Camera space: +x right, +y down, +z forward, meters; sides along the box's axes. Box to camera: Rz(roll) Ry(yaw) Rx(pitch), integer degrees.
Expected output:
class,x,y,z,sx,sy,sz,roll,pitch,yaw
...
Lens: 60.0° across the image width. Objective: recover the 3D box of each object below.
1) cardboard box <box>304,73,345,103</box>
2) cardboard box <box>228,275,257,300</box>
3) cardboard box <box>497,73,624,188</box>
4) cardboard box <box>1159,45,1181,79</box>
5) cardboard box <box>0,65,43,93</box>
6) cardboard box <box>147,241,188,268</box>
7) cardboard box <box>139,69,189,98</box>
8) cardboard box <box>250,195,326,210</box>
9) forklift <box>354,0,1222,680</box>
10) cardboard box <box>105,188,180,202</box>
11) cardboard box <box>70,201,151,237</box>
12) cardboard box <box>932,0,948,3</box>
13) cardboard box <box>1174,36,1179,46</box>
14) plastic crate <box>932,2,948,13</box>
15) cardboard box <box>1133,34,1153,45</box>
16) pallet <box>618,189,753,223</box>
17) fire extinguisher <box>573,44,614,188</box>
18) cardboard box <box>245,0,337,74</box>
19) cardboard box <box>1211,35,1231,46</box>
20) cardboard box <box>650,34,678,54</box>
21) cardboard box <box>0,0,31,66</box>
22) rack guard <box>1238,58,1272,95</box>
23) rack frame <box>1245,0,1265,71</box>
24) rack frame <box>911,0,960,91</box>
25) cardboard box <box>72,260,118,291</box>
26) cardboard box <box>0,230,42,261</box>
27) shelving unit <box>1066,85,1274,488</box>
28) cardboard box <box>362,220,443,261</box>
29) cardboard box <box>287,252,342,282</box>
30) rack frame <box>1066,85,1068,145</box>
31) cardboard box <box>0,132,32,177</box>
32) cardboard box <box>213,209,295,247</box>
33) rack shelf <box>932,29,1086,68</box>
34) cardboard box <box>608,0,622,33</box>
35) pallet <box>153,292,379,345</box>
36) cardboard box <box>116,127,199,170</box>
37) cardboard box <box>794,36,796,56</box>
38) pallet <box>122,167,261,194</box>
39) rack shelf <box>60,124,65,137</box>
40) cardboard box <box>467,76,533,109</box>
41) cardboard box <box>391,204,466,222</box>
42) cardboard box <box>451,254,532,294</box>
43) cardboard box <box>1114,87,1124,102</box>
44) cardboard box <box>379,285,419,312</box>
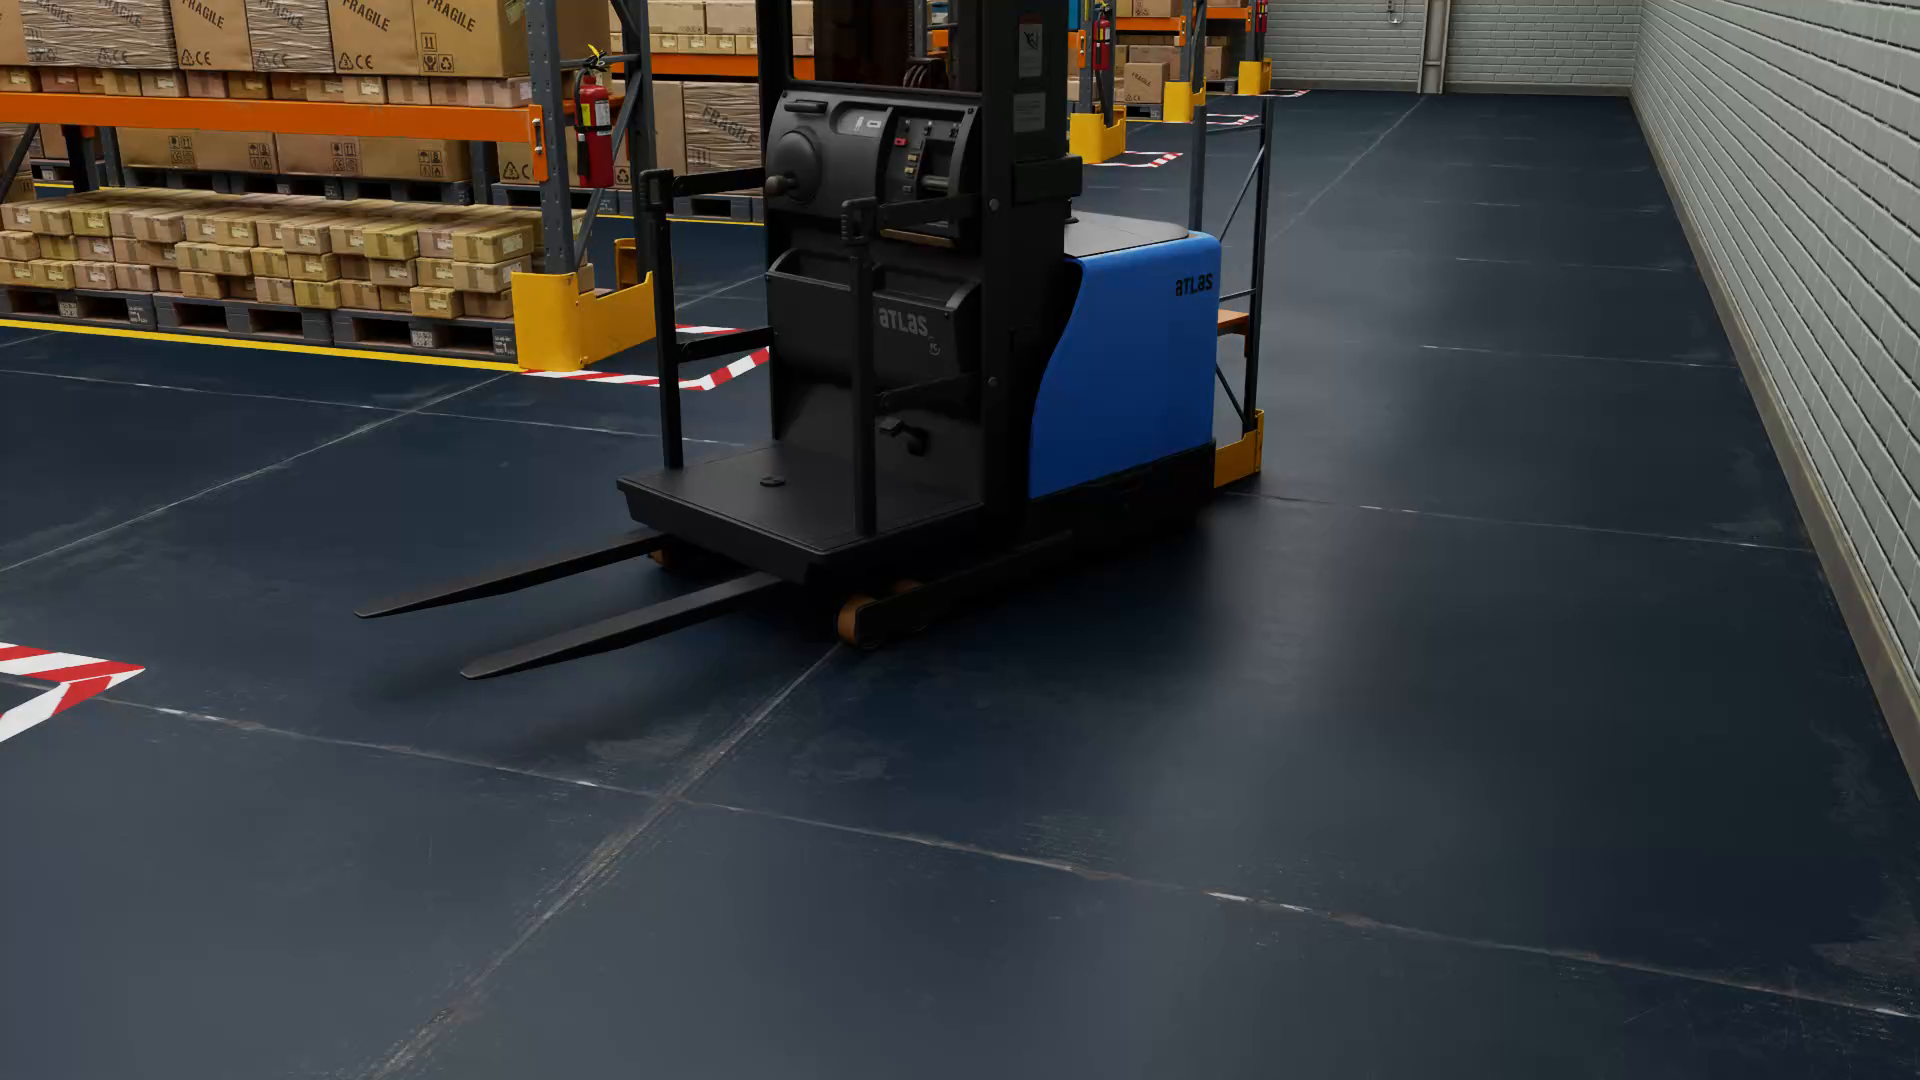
class,x,y,z,sx,sy,sz,roll,pitch,yaw
cardboard box,-3.247,-2.412,8.821,0.250,0.149,0.380,6,20,16
cardboard box,-3.922,-1.477,9.451,0.250,0.149,0.380,7,20,20
cardboard box,-3.352,-3.527,14.227,0.875,0.875,0.875,7,20,18
cardboard box,3.539,-7.733,26.862,0.500,0.500,0.700,6,20,18
cardboard box,-5.244,-2.641,9.477,0.250,0.149,0.380,7,20,20
cardboard box,-4.418,-1.669,9.548,0.250,0.149,0.380,8,21,21
cardboard box,-4.252,-2.519,9.126,0.250,0.149,0.380,7,21,20
cardboard box,-3.995,-1.954,9.914,0.250,0.149,0.380,6,20,16
forklift,-0.445,-1.239,5.178,3.031,2.935,1.130,-18,26,-42
cardboard box,-4.996,-2.057,10.209,0.250,0.149,0.380,7,20,19
cardboard box,-4.919,-1.868,9.667,0.250,0.149,0.380,6,20,17
cardboard box,-0.303,-7.415,22.640,0.500,0.500,0.500,7,20,19
cardboard box,3.589,-7.970,26.556,0.250,0.149,0.380,7,20,20
plastic crate,-0.198,-5.789,18.289,0.300,0.233,0.416,7,20,18
cardboard box,2.997,-8.170,27.131,0.250,0.149,0.380,7,20,19
pallet,-2.100,-2.873,13.999,1.213,0.211,1.003,7,20,18
fire extinguisher,-1.807,-2.081,8.174,0.183,0.674,0.296,7,20,18
cardboard box,-3.370,-2.730,8.747,0.500,0.500,0.500,7,20,18
cardboard box,4.196,-8.034,26.740,0.250,0.149,0.380,7,20,18
cardboard box,-2.306,-4.006,13.393,0.250,0.149,0.380,6,20,16
cardboard box,-5.287,-2.952,9.385,0.500,0.500,0.500,6,20,17
rack guard,4.729,-7.433,26.641,0.348,0.500,1.175,7,20,18
rack frame,4.706,-8.616,26.237,0.127,3.000,1.000,7,20,18
rack frame,-0.171,-3.996,12.982,0.127,3.000,1.000,7,20,18
cardboard box,-4.930,-1.570,9.717,0.250,0.149,0.380,6,20,18
cardboard box,-5.435,-1.751,9.782,0.250,0.149,0.380,8,21,21
shelving unit,0.663,-1.049,6.807,1.083,1.500,0.587,17,25,39
cardboard box,-2.982,-1.609,8.926,0.250,0.149,0.380,6,20,17
cardboard box,-3.471,-1.533,9.158,0.250,0.149,0.380,7,20,19
rack frame,0.279,-1.163,7.135,0.032,1.500,0.500,17,25,39
cardboard box,-6.284,-2.431,10.513,0.500,0.250,0.500,6,20,16
cardboard box,-3.947,-1.751,9.333,0.250,0.149,0.380,7,20,18
rack shelf,-0.434,-5.412,18.138,4.000,0.370,1.077,7,20,18
cardboard box,-2.632,-4.256,13.504,0.500,0.250,0.500,7,20,19
pallet,-3.870,-1.387,9.735,1.213,0.211,1.003,7,20,18
cardboard box,-7.082,-3.974,15.510,0.875,0.875,1.225,6,20,16
cardboard box,-1.334,-3.896,13.077,0.250,0.149,0.380,7,20,19
pallet,-7.008,-3.435,15.609,1.213,0.211,1.003,7,20,18
rack shelf,-7.561,-2.773,10.567,4.000,0.370,1.077,7,20,18
cardboard box,-2.294,-2.293,8.480,0.250,0.149,0.380,7,20,18
cardboard box,-3.034,-1.820,9.531,0.250,0.149,0.380,6,20,15
cardboard box,-2.486,-1.425,8.850,0.250,0.149,0.380,6,20,17
cardboard box,2.136,-5.999,22.366,0.250,0.166,0.380,7,20,18
cardboard box,-2.957,-1.360,9.115,0.250,0.149,0.380,6,20,18
